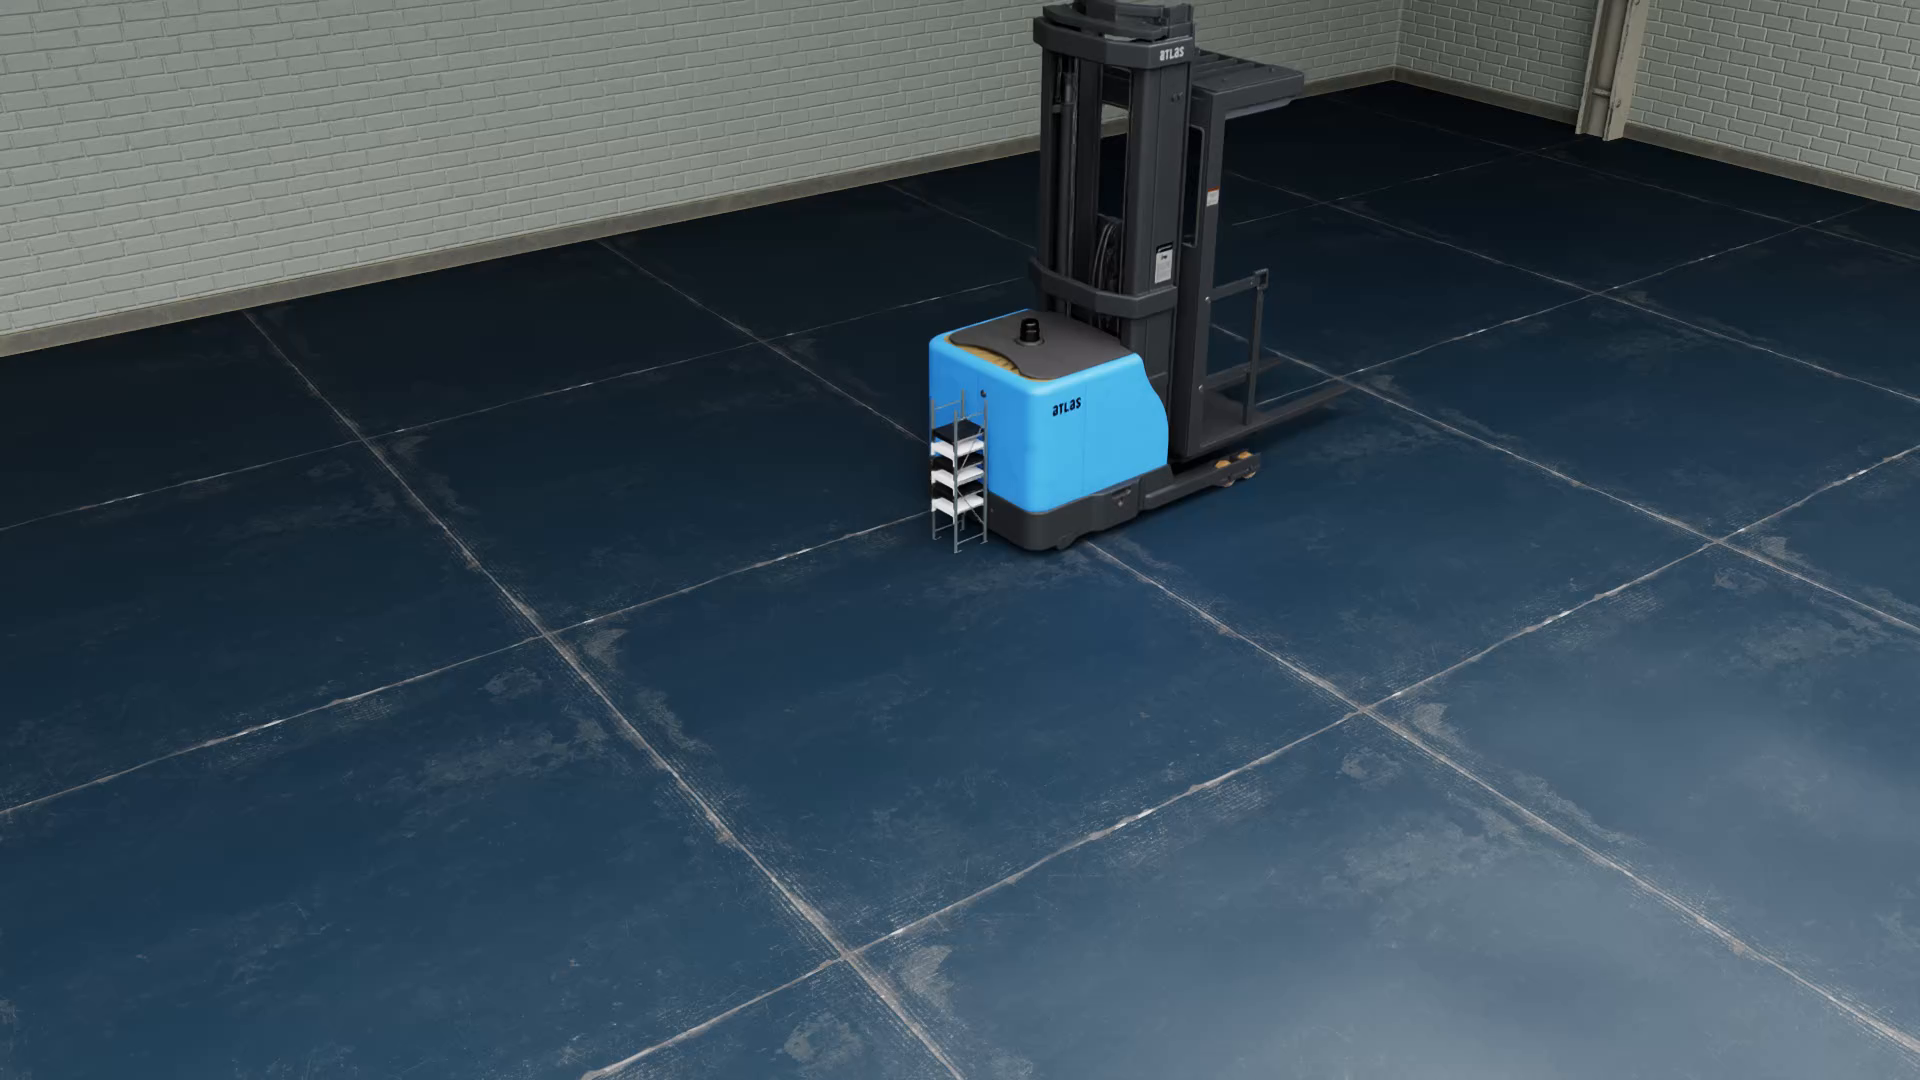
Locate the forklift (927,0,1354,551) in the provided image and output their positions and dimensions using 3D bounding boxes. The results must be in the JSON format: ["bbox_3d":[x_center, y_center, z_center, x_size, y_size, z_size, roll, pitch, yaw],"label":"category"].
[{"bbox_3d":[1.265,-1.792,9.978,3.031,2.935,1.130,-21,35,-34],"label":"forklift"}]

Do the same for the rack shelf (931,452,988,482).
[{"bbox_3d":[-0.004,-0.437,9.494,0.258,0.077,0.200,-21,35,-34],"label":"rack shelf"}]

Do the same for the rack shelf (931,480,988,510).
[{"bbox_3d":[-0.004,-0.279,9.580,0.258,0.077,0.200,-21,35,-34],"label":"rack shelf"}]

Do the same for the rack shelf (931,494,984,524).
[{"bbox_3d":[-0.004,-0.200,9.622,0.258,0.077,0.200,-21,35,-34],"label":"rack shelf"}]

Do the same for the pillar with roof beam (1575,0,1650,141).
[{"bbox_3d":[3.294,-7.073,13.345,9.100,9.000,0.400,-19,34,-31],"label":"pillar with roof beam"}]

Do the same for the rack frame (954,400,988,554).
[{"bbox_3d":[0.060,-0.350,9.452,0.240,0.900,0.006,-21,35,-34],"label":"rack frame"}]

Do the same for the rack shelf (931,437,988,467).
[{"bbox_3d":[-0.004,-0.516,9.451,0.258,0.077,0.200,-21,35,-34],"label":"rack shelf"}]

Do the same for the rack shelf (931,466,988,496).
[{"bbox_3d":[-0.004,-0.358,9.537,0.258,0.077,0.200,-21,35,-34],"label":"rack shelf"}]

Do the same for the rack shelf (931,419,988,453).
[{"bbox_3d":[-0.004,-0.596,9.408,0.258,0.077,0.200,-21,35,-34],"label":"rack shelf"}]

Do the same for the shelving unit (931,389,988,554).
[{"bbox_3d":[-0.004,-0.388,9.521,0.258,0.900,0.210,-21,35,-34],"label":"shelving unit"}]

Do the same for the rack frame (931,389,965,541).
[{"bbox_3d":[-0.068,-0.425,9.590,0.240,0.900,0.006,-21,35,-34],"label":"rack frame"}]
